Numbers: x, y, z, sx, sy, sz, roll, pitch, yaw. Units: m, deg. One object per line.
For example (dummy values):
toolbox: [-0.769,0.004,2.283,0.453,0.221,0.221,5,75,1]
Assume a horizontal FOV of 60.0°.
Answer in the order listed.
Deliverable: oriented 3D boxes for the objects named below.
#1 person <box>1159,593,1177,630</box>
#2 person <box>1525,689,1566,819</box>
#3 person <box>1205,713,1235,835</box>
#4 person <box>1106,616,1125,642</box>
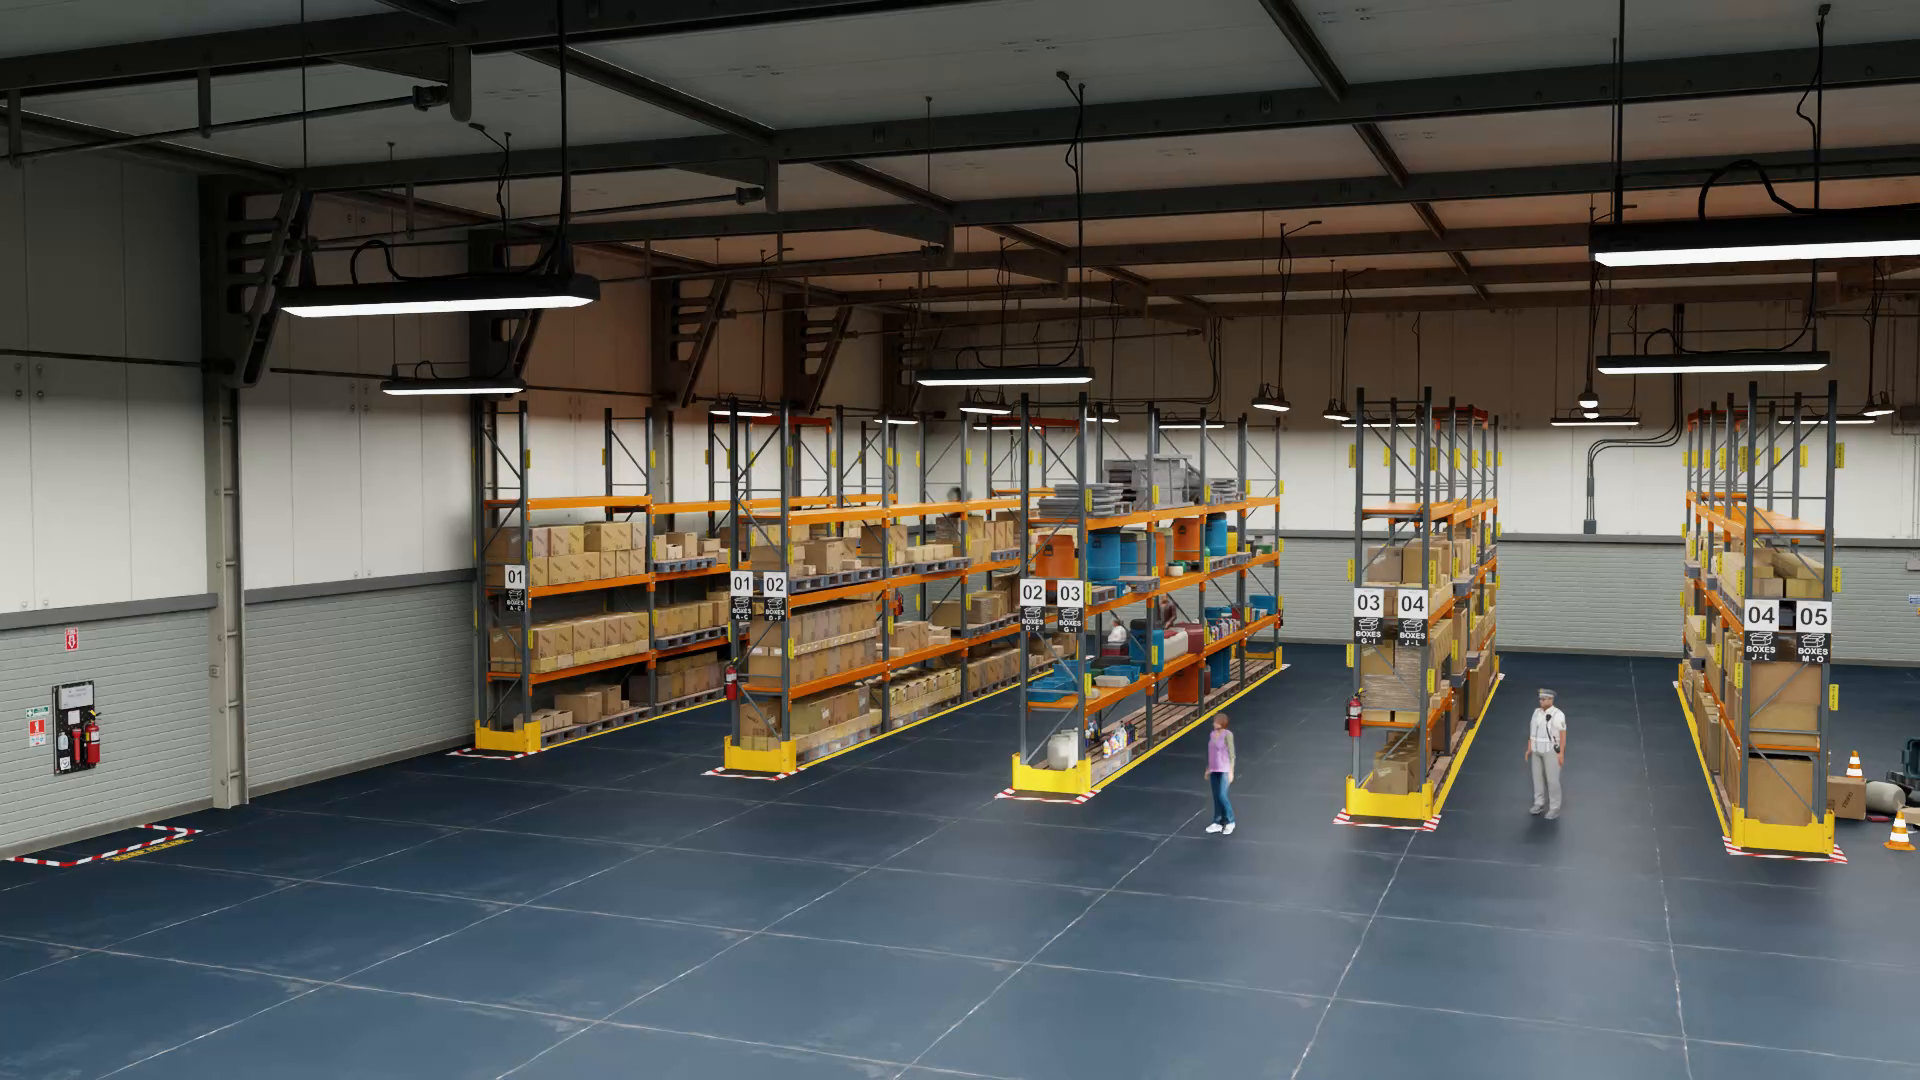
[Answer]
person: [5.016,2.187,40.849,0.653,1.814,0.936,1,3,22]
person: [8.229,2.980,23.405,0.422,1.786,0.574,-1,3,-28]
person: [3.478,3.111,22.261,0.338,1.605,0.451,-2,3,-32]
person: [3.337,2.447,35.586,0.425,1.671,0.554,1,3,28]
